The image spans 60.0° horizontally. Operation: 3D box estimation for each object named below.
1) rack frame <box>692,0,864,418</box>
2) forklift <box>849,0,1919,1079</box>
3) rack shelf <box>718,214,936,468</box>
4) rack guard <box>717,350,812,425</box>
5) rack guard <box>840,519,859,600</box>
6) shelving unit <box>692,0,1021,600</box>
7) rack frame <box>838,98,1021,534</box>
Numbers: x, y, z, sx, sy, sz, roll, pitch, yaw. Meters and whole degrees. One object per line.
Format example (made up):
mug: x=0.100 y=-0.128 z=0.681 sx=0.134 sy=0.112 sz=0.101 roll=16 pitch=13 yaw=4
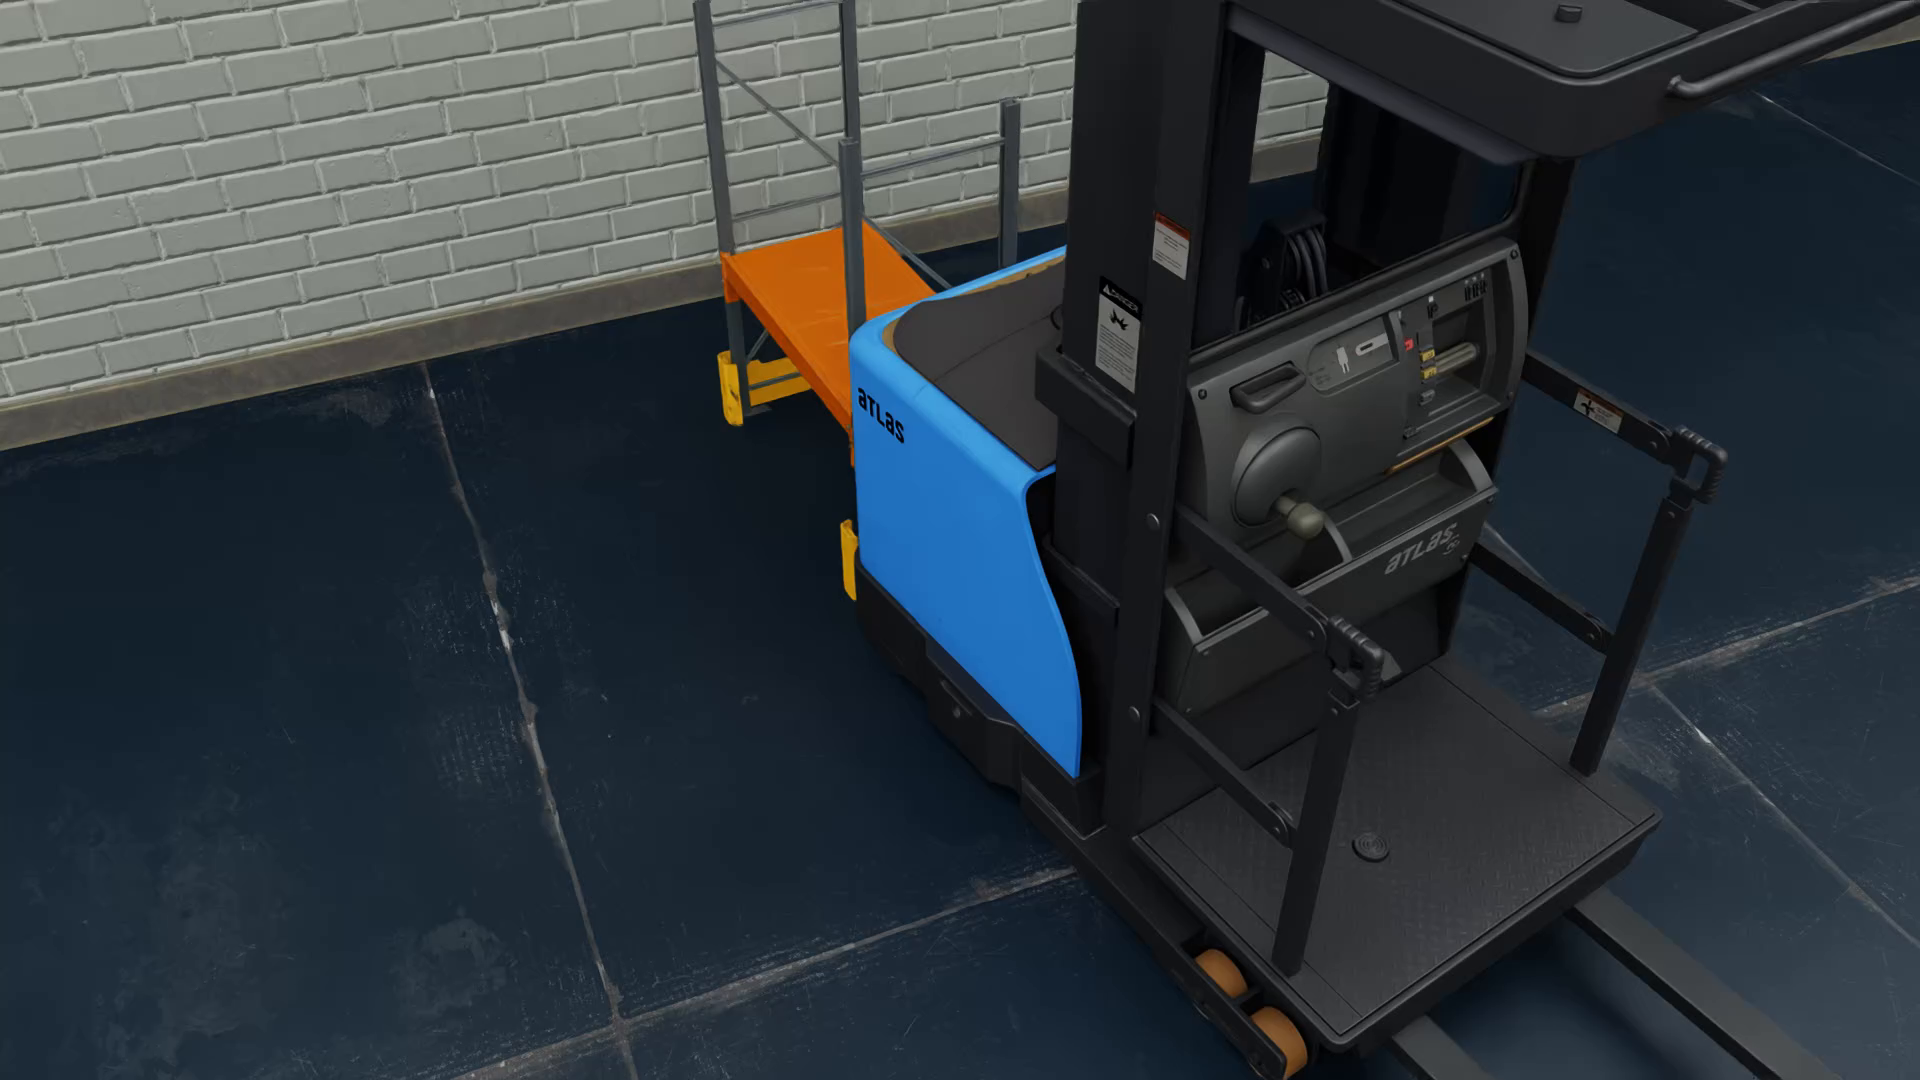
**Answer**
rack frame: x=-0.544 y=-1.070 z=5.344 sx=0.500 sy=1.500 sz=0.032 roll=-19 pitch=44 yaw=-21
forklift: x=0.959 y=-0.238 z=3.279 sx=1.130 sy=2.935 sz=3.031 roll=-25 pitch=46 yaw=-26
rack shelf: x=-0.308 y=-0.640 z=5.120 sx=0.538 sy=0.185 sz=1.000 roll=-19 pitch=44 yaw=-21
rack guard: x=-0.543 y=-0.595 z=5.751 sx=0.587 sy=0.250 sz=0.087 roll=-19 pitch=44 yaw=-21
rack guard: x=-0.081 y=-0.020 z=5.081 sx=0.587 sy=0.250 sz=0.087 roll=-19 pitch=44 yaw=-21
shelving unit: x=-0.312 y=-0.782 z=5.009 sx=0.587 sy=1.500 sz=1.083 roll=-19 pitch=44 yaw=-21
rack frame: x=-0.072 y=-0.483 z=4.661 sx=0.500 sy=1.500 sz=0.032 roll=-19 pitch=44 yaw=-21
